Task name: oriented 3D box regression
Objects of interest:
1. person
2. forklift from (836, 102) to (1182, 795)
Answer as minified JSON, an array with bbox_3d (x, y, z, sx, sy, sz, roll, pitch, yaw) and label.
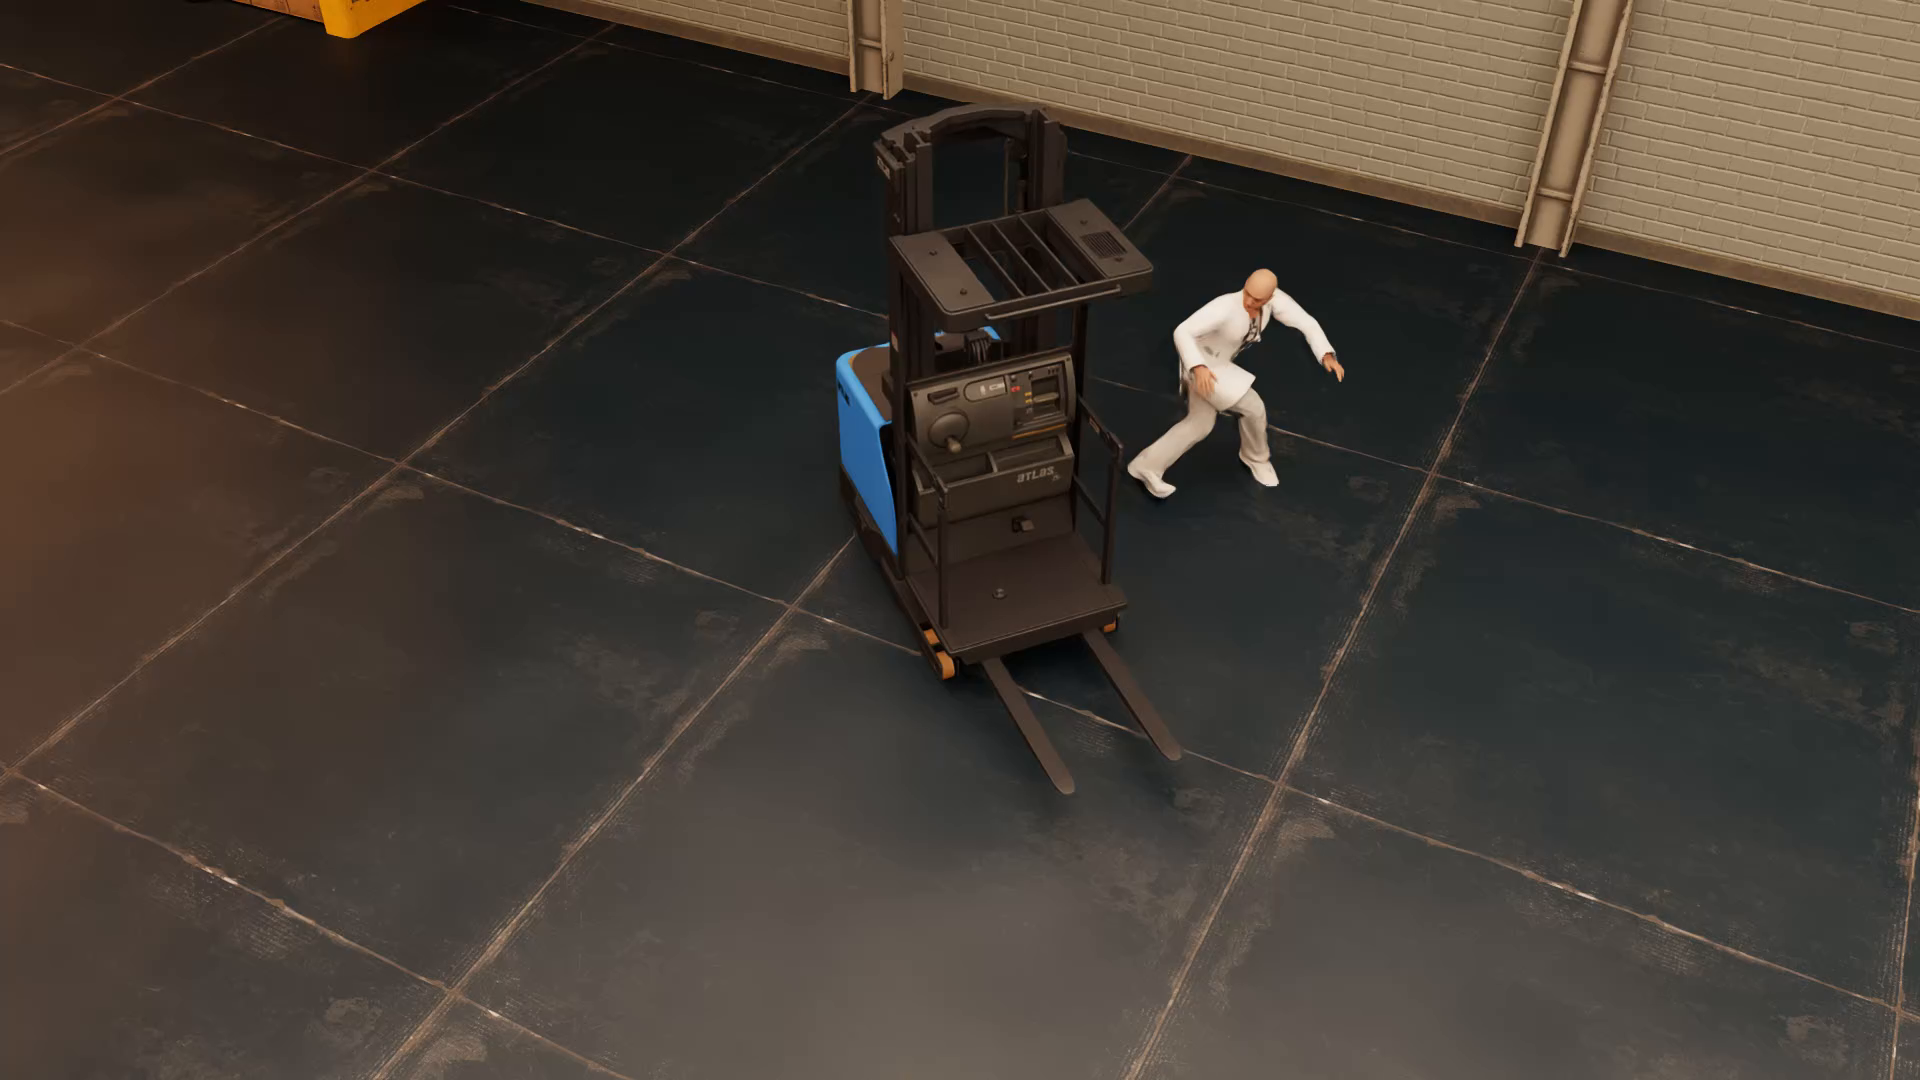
[{"bbox_3d":[1.698,-0.908,10.180,1.171,1.569,0.982,18,43,20],"label":"person"},{"bbox_3d":[0.267,-0.648,8.756,1.130,2.935,3.031,-15,42,-17],"label":"forklift"}]
